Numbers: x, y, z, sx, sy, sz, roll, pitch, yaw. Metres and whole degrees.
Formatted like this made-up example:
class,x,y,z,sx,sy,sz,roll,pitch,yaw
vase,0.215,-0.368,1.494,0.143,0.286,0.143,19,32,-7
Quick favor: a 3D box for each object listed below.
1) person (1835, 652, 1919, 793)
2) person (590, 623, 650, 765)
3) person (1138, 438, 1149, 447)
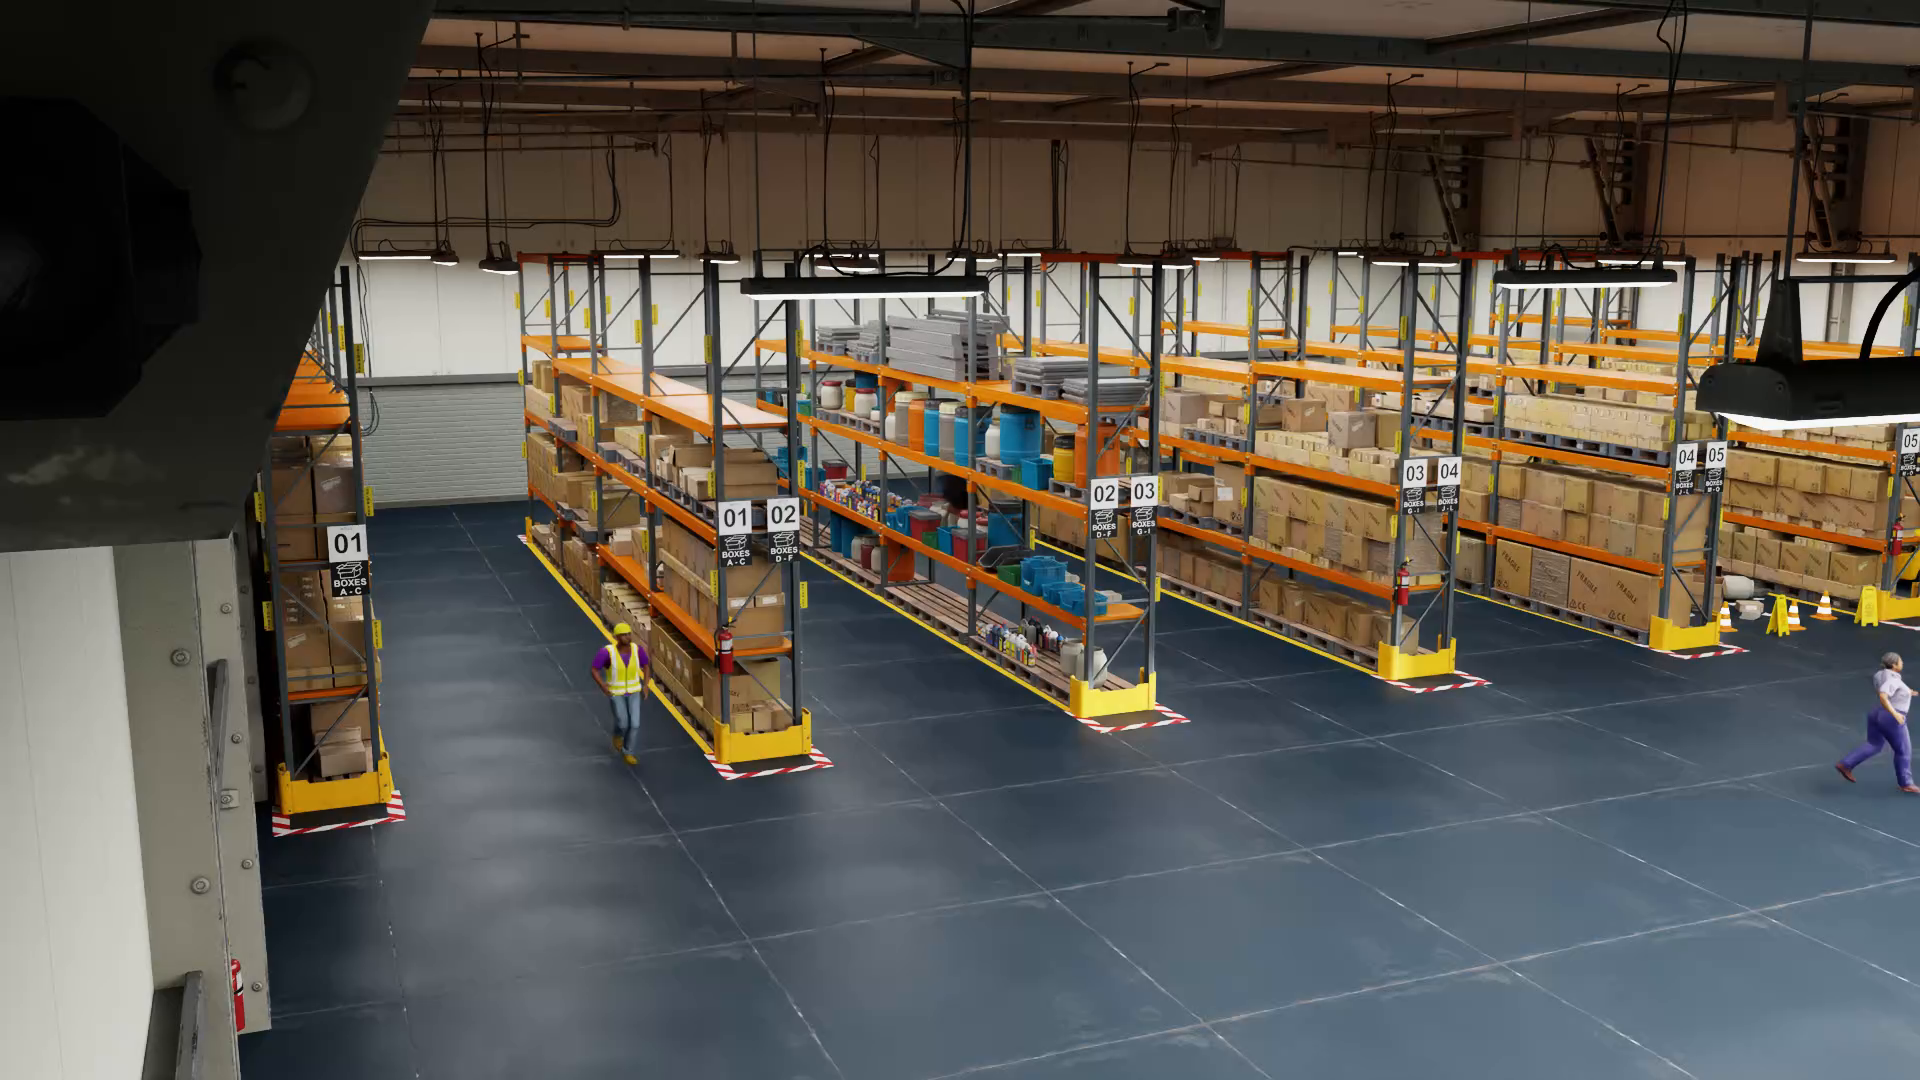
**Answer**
class,x,y,z,sx,sy,sz,roll,pitch,yaw
person,10.620,2.075,19.044,0.924,1.632,0.608,0,10,2
person,-4.084,1.850,20.188,0.734,1.731,0.551,-5,12,-27
person,4.502,-1.991,41.384,0.755,1.710,0.763,-7,13,-35
